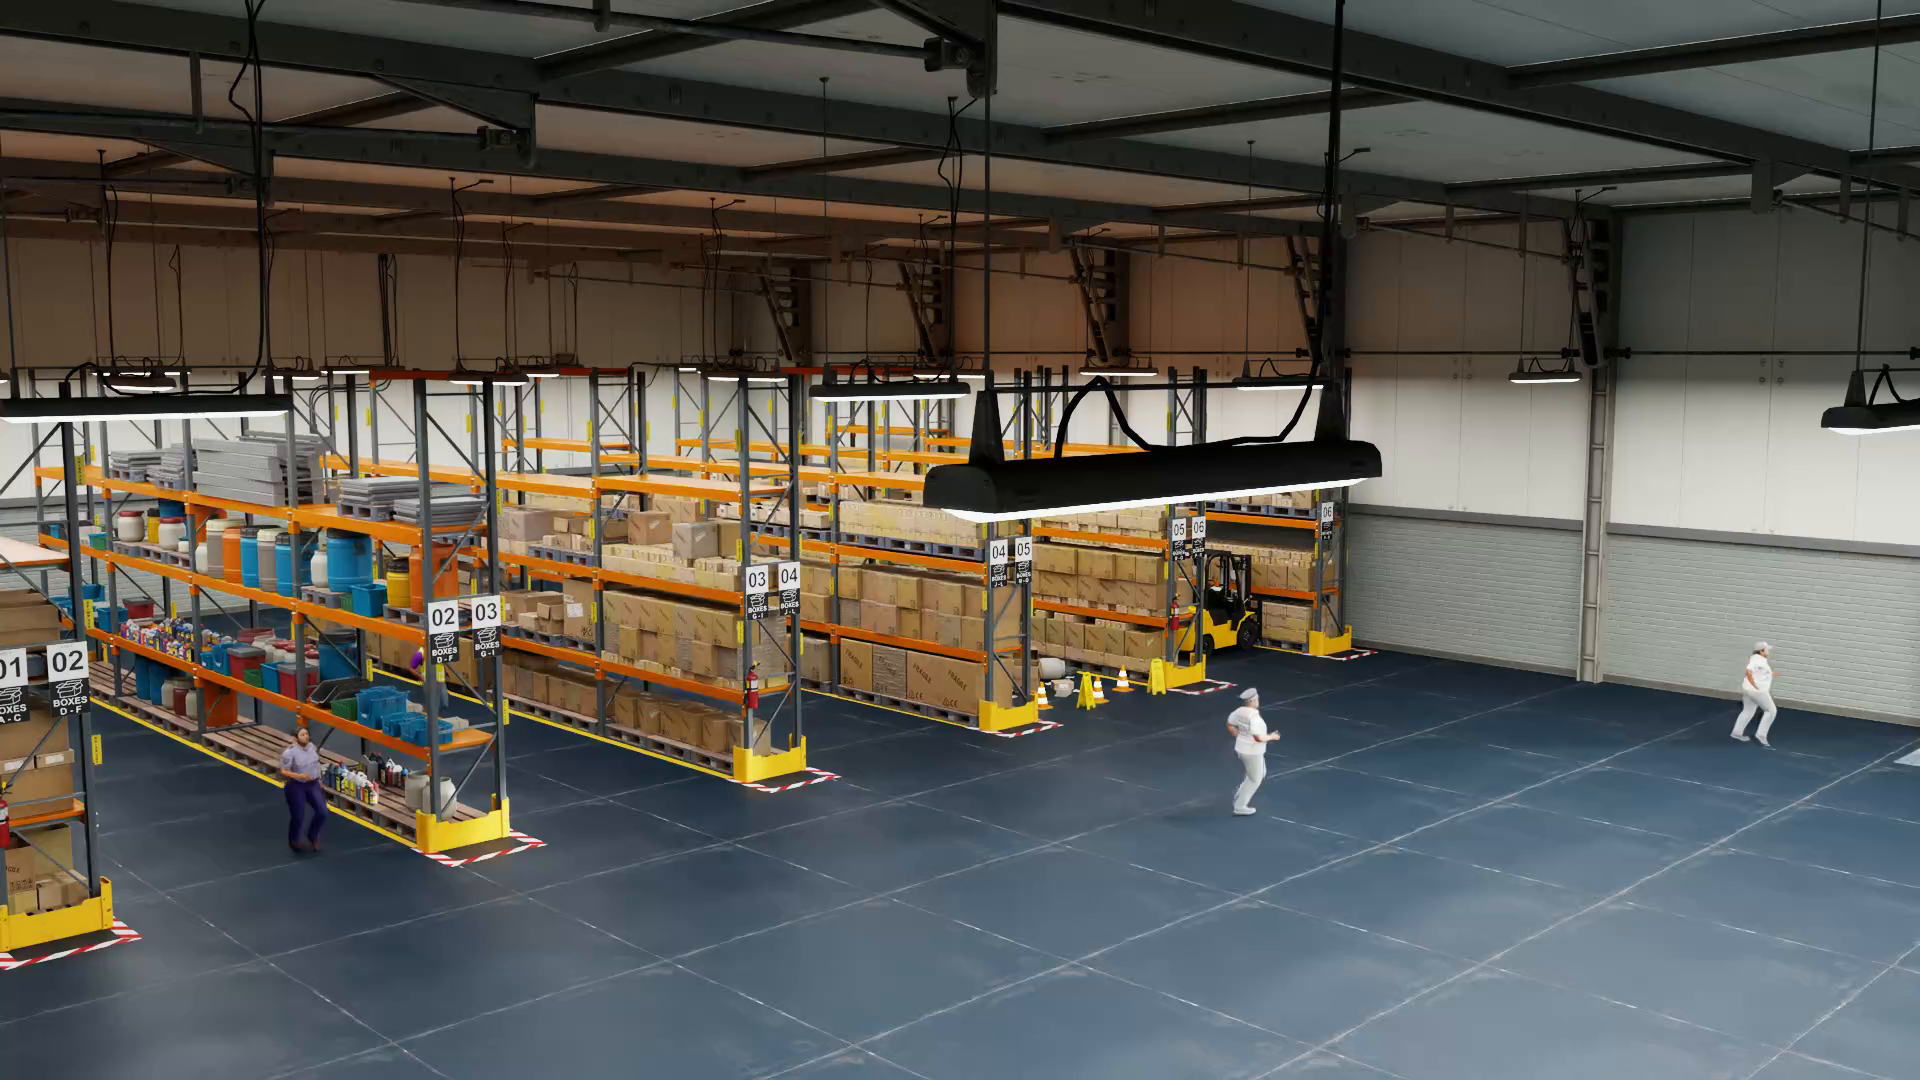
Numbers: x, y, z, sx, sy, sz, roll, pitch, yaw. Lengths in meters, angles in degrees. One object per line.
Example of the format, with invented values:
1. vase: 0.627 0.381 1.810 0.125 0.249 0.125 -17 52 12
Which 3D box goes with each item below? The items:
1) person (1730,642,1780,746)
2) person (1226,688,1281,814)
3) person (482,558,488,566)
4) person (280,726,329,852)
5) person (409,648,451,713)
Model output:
1. person: 12.896 2.500 26.934 0.726 1.716 0.572 1 6 6
2. person: 4.047 2.891 22.813 0.645 1.760 0.640 -2 7 -15
3. person: -11.503 1.017 40.267 0.678 1.581 0.708 4 8 31
4. person: -8.287 3.166 21.010 0.668 1.664 0.601 5 8 38
5. person: -8.794 2.361 27.647 0.625 1.719 0.700 6 9 41
